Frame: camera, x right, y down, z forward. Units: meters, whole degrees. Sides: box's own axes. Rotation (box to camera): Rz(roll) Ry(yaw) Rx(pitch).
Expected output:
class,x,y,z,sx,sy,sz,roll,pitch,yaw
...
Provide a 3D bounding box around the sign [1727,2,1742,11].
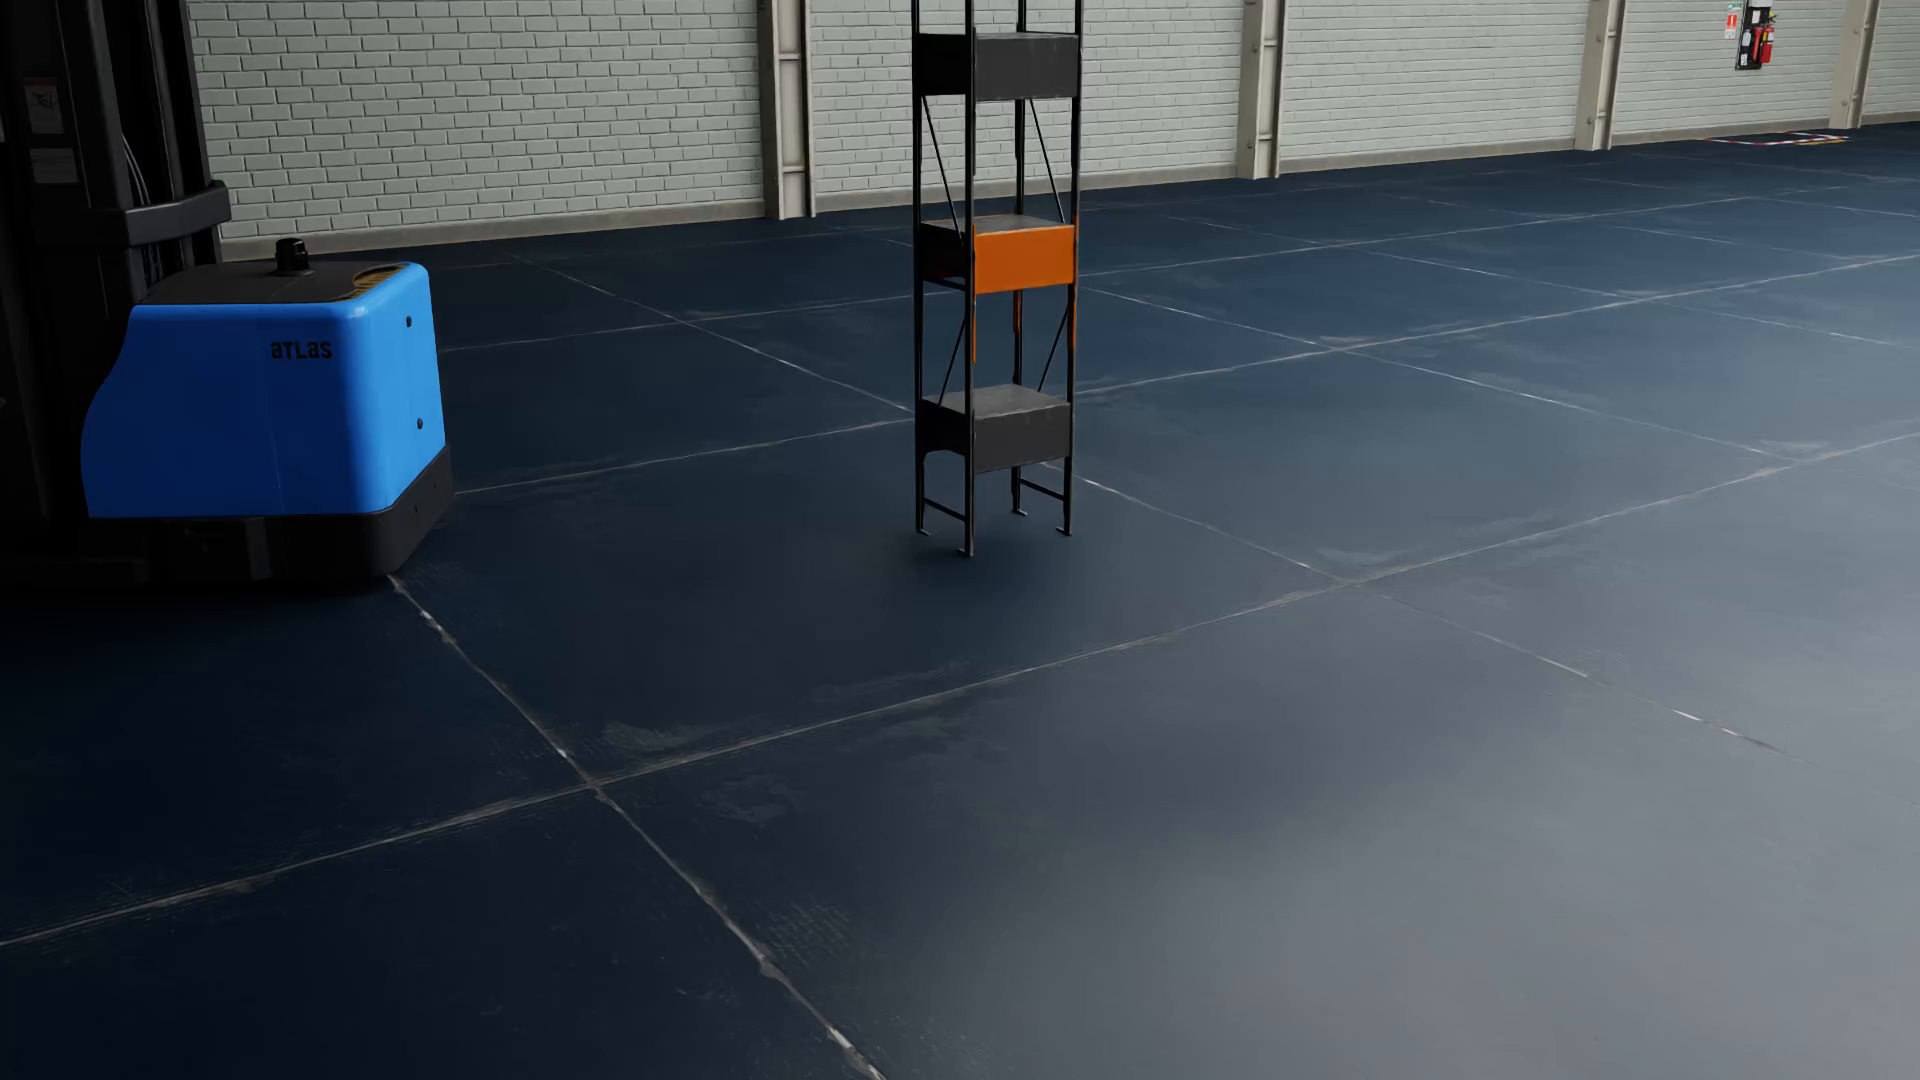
class,x,y,z,sx,sy,sz,roll,pitch,yaw
sign,10.818,-7.451,23.217,0.331,0.109,0.001,-12,22,-31

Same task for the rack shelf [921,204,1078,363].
class,x,y,z,sx,sy,sz,roll,pitch,yaw
rack shelf,0.138,-1.011,6.499,0.480,0.518,0.431,-12,22,-31

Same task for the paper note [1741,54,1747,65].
class,x,y,z,sx,sy,sz,roll,pitch,yaw
paper note,11.142,-6.824,23.622,0.142,0.148,0.016,-12,22,-31

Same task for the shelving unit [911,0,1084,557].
class,x,y,z,sx,sy,sz,roll,pitch,yaw
shelving unit,0.138,-1.024,6.495,0.503,2.100,0.431,-12,22,-31

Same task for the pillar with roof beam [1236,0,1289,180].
class,x,y,z,sx,sy,sz,roll,pitch,yaw
pillar with roof beam,5.758,-7.256,14.157,0.400,9.000,9.100,-12,22,-31

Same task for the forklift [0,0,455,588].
class,x,y,z,sx,sy,sz,roll,pitch,yaw
forklift,-3.626,-1.329,6.099,3.031,2.935,1.130,-1,19,-3

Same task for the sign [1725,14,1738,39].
class,x,y,z,sx,sy,sz,roll,pitch,yaw
sign,10.809,-7.201,23.306,0.234,0.329,0.001,-12,22,-31

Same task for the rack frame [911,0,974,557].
class,x,y,z,sx,sy,sz,roll,pitch,yaw
rack frame,-0.066,-0.981,6.368,0.015,2.100,0.400,-12,22,-31

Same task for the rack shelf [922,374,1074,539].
class,x,y,z,sx,sy,sz,roll,pitch,yaw
rack shelf,0.138,-0.348,6.723,0.480,0.518,0.431,-12,22,-31

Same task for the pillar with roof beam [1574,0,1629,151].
class,x,y,z,sx,sy,sz,roll,pitch,yaw
pillar with roof beam,10.769,-8.313,17.283,0.400,9.000,9.100,-12,22,-31

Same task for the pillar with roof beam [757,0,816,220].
class,x,y,z,sx,sy,sz,roll,pitch,yaw
pillar with roof beam,0.747,-6.199,11.031,0.400,9.000,9.100,-12,22,-31

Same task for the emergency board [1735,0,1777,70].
class,x,y,z,sx,sy,sz,roll,pitch,yaw
emergency board,11.328,-7.254,23.518,0.643,1.169,0.194,-12,22,-31

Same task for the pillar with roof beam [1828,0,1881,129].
class,x,y,z,sx,sy,sz,roll,pitch,yaw
pillar with roof beam,15.780,-9.370,20.409,0.400,9.000,9.100,-12,22,-31

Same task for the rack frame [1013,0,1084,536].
class,x,y,z,sx,sy,sz,roll,pitch,yaw
rack frame,0.342,-1.067,6.622,0.015,2.100,0.400,-12,22,-31

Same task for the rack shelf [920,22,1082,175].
class,x,y,z,sx,sy,sz,roll,pitch,yaw
rack shelf,0.138,-1.674,6.275,0.480,0.518,0.431,-12,22,-31
